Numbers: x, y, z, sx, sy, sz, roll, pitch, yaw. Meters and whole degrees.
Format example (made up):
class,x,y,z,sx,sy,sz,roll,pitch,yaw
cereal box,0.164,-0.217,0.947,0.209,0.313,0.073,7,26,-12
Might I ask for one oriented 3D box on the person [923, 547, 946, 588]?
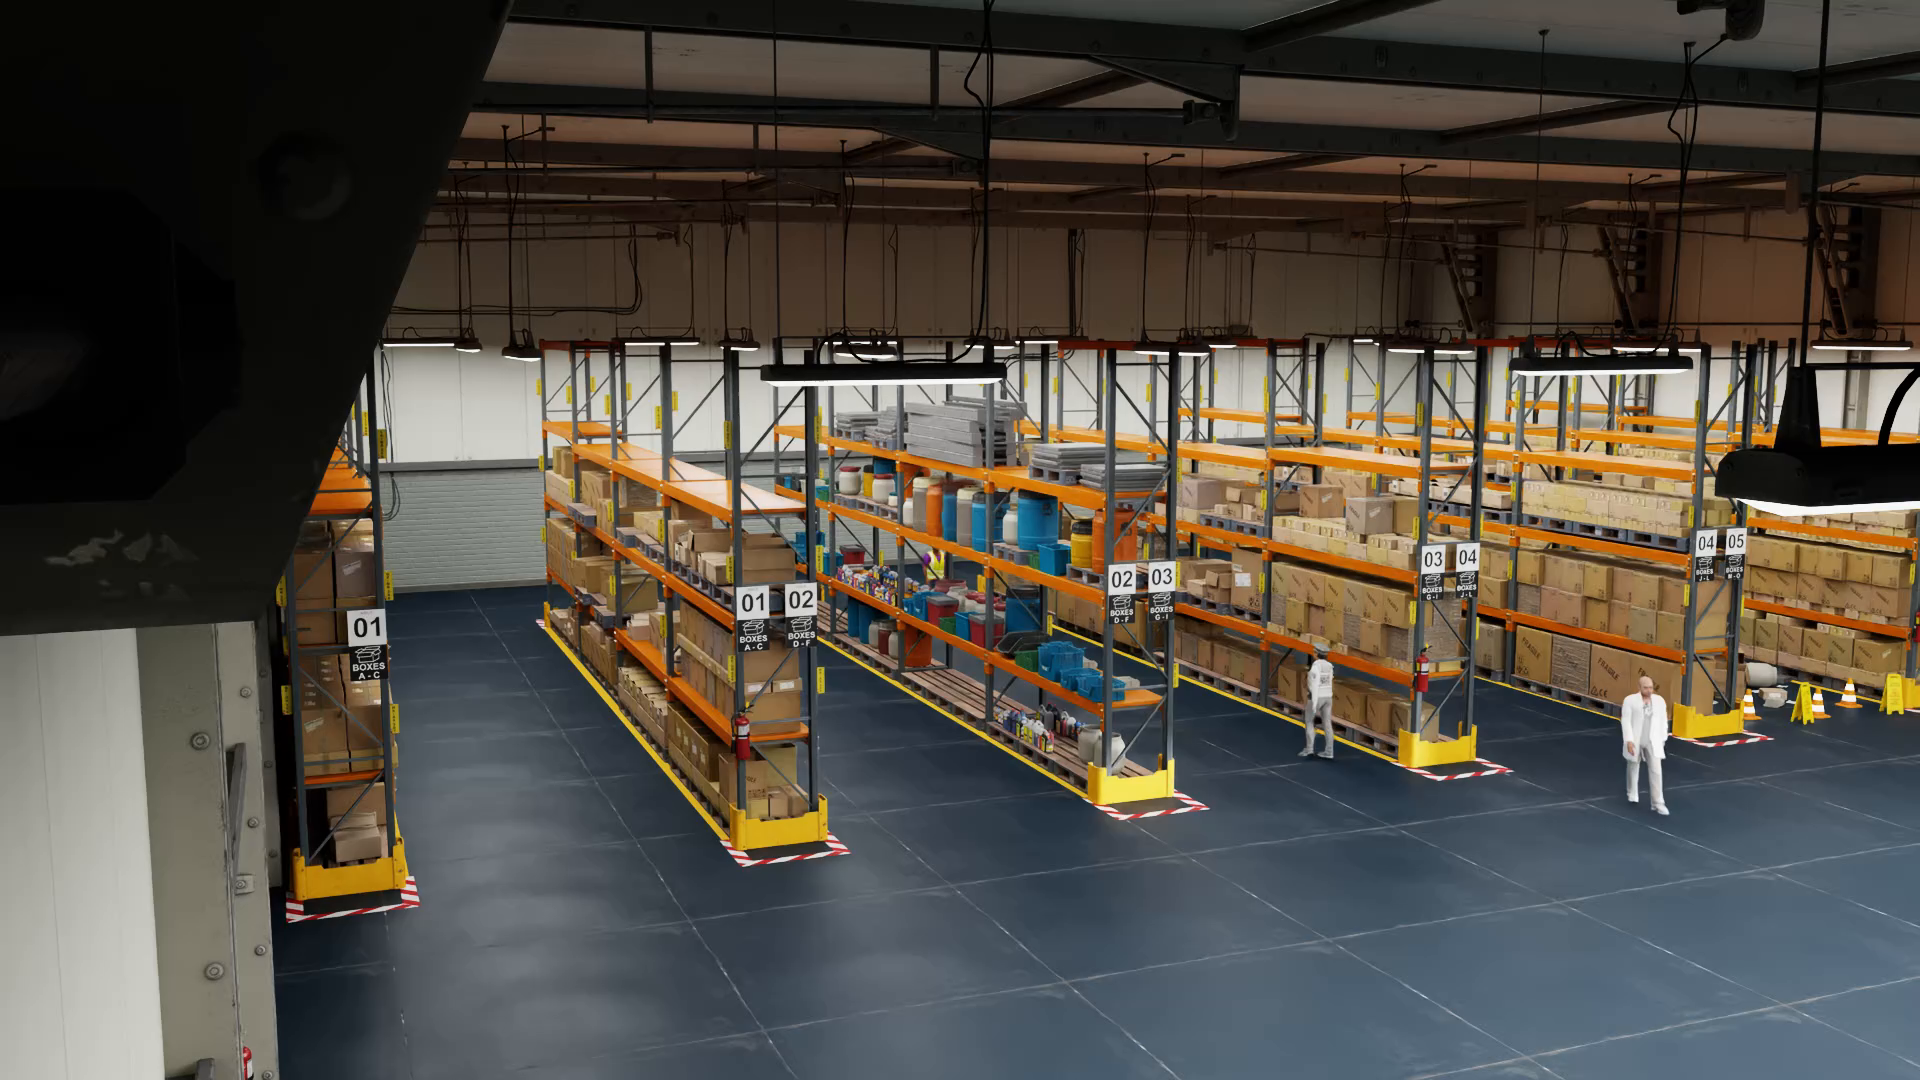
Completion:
class,x,y,z,sx,sy,sz,roll,pitch,yaw
person,-0.506,0.822,35.818,0.641,1.714,1.093,-3,8,-25

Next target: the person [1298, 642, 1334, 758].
class,x,y,z,sx,sy,sz,roll,pitch,yaw
person,5.294,2.371,24.329,0.489,1.736,0.580,-4,8,-26

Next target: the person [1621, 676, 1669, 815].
class,x,y,z,sx,sy,sz,roll,pitch,yaw
person,8.918,2.637,21.657,0.607,1.734,1.067,2,8,14
